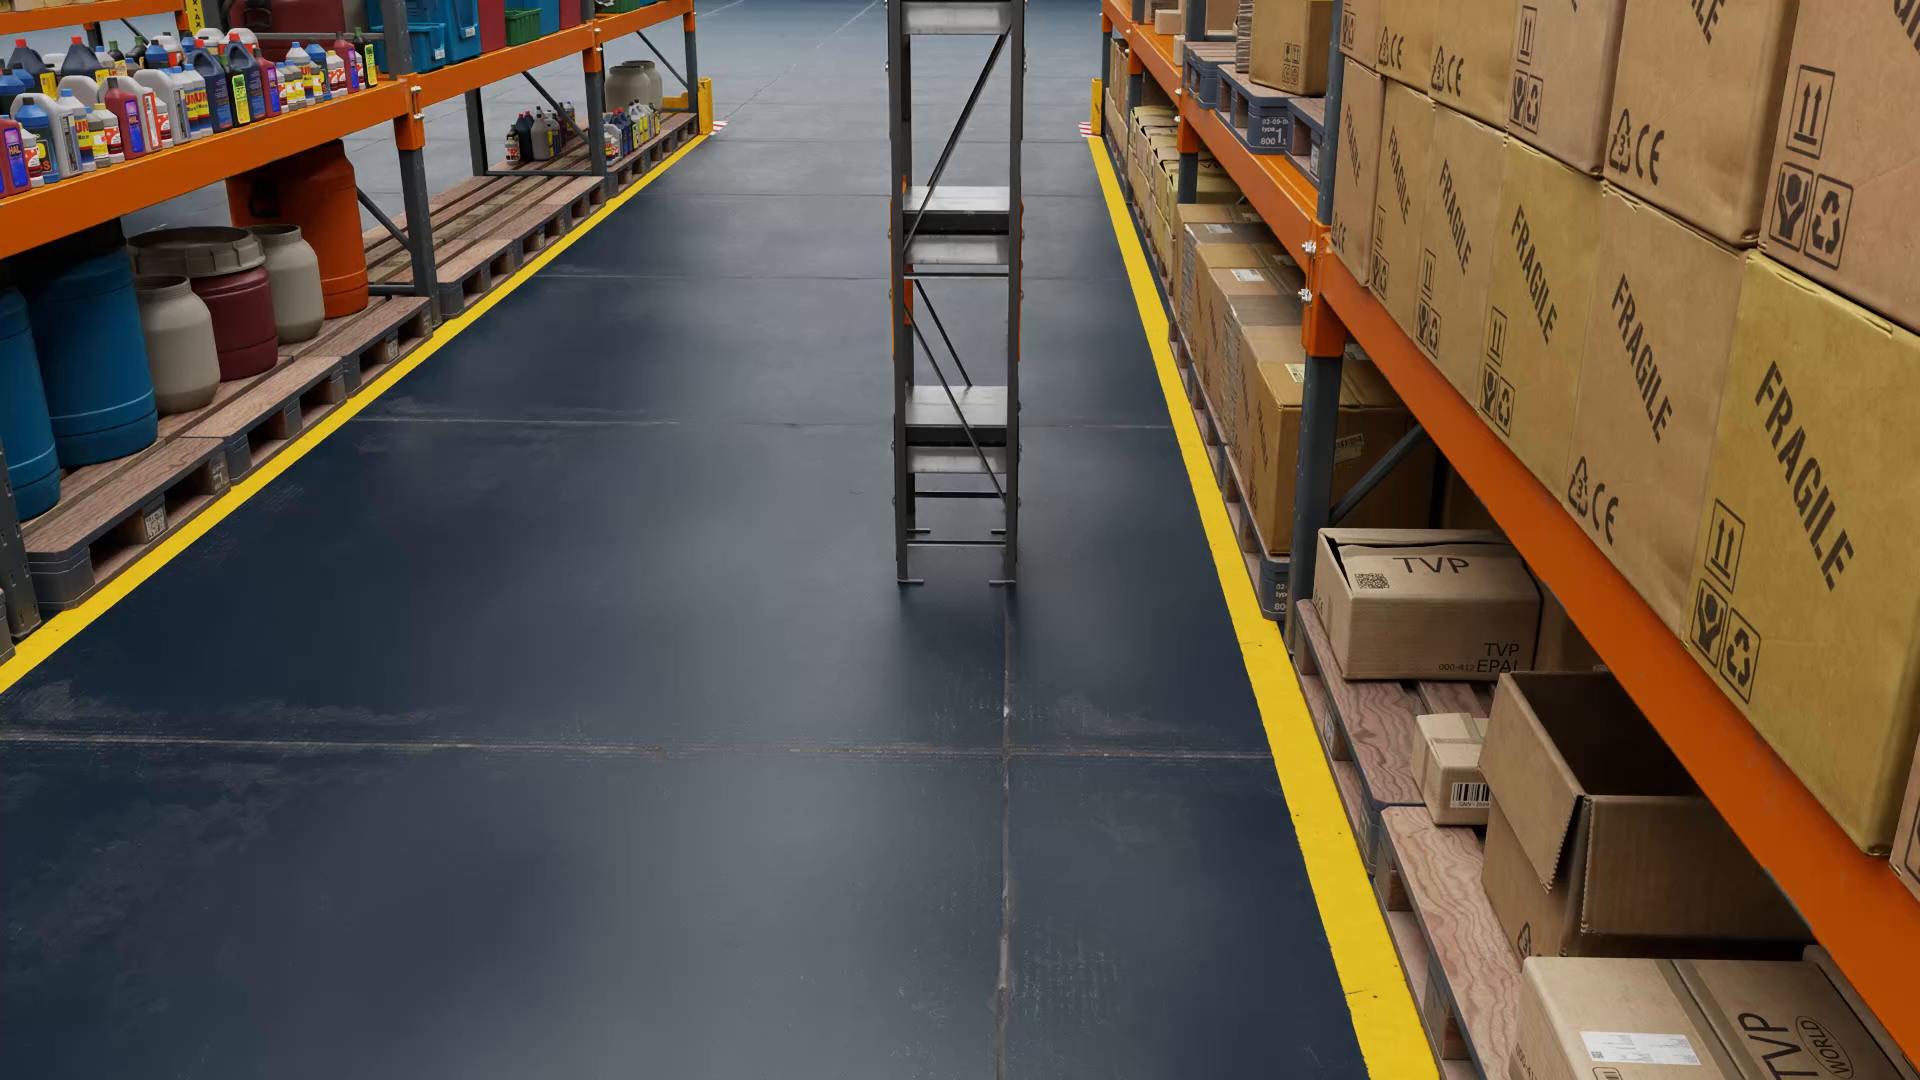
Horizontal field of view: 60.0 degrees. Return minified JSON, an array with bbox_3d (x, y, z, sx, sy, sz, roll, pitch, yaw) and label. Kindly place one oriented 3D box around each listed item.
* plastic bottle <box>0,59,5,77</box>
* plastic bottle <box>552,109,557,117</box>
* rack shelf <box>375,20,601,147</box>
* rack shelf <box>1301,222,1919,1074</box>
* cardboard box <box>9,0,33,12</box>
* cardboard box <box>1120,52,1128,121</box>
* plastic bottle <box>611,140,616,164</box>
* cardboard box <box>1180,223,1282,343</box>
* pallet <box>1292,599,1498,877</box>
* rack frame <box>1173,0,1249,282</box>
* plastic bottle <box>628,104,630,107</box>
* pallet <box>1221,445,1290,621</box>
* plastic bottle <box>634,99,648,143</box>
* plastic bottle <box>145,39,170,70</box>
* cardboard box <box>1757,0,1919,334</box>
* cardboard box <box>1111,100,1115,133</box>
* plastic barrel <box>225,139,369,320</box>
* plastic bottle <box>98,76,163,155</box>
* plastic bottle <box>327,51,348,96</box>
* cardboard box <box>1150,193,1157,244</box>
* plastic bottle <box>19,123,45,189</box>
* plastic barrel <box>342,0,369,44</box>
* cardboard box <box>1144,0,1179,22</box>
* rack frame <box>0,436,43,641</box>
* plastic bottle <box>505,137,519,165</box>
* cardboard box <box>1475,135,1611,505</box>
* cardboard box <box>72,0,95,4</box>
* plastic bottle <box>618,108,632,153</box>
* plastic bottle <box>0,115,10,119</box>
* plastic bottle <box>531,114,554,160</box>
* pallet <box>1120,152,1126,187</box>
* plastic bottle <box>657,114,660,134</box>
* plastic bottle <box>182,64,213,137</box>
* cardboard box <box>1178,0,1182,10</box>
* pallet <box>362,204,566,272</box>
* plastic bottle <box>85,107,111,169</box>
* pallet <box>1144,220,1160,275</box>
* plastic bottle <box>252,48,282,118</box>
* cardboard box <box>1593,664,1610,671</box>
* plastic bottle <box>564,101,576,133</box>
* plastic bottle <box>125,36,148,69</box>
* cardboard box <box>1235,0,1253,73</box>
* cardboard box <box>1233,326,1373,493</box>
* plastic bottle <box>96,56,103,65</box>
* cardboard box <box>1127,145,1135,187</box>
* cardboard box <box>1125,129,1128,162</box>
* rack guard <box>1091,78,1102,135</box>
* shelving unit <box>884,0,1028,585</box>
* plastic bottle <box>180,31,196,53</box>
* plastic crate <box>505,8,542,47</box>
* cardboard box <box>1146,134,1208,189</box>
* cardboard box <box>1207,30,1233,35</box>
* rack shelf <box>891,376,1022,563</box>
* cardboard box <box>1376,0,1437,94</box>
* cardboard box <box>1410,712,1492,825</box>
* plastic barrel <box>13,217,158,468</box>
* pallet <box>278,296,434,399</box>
[{"bbox_3d":[-3.752,-1.732,6.508,0.061,0.283,0.133,1,21,2],"label":"plastic bottle"},{"bbox_3d":[-3.455,-3.569,14.244,0.097,0.271,0.097,0,21,0],"label":"plastic bottle"},{"bbox_3d":[-3.258,-2.943,10.463,1.077,0.370,4.000,1,21,2],"label":"rack shelf"},{"bbox_3d":[1.450,0.005,2.864,1.077,0.370,4.000,1,21,2],"label":"rack shelf"},{"bbox_3d":[-7.793,-4.375,13.505,0.380,0.149,0.250,1,21,2],"label":"cardboard box"},{"bbox_3d":[1.588,-3.741,13.708,0.500,0.500,0.500,1,21,2],"label":"cardboard box"},{"bbox_3d":[-2.746,-3.050,13.002,0.097,0.201,0.097,0,21,0],"label":"plastic bottle"},{"bbox_3d":[1.323,-1.189,7.793,0.500,0.500,0.500,0,21,0],"label":"cardboard box"},{"bbox_3d":[1.489,0.495,4.462,1.003,0.211,1.213,1,21,2],"label":"pallet"},{"bbox_3d":[1.633,-2.500,8.325,1.000,3.000,0.127,1,21,2],"label":"rack frame"},{"bbox_3d":[-2.834,-3.628,14.380,0.061,0.283,0.133,1,21,2],"label":"plastic bottle"},{"bbox_3d":[1.498,-0.048,5.861,1.003,0.211,1.213,1,21,2],"label":"pallet"},{"bbox_3d":[-2.733,-3.549,14.081,0.144,0.351,0.185,2,21,4],"label":"plastic bottle"},{"bbox_3d":[-3.639,-2.133,7.558,0.097,0.271,0.097,0,21,0],"label":"plastic bottle"},{"bbox_3d":[1.142,-0.467,1.564,0.500,0.500,0.500,1,21,3],"label":"cardboard box"},{"bbox_3d":[1.610,-3.753,14.776,0.500,0.250,0.500,1,21,2],"label":"cardboard box"},{"bbox_3d":[-3.316,-1.563,8.329,0.600,0.830,0.708,1,21,2],"label":"plastic barrel"},{"bbox_3d":[-3.017,-1.549,6.047,0.152,0.276,0.135,1,21,2],"label":"plastic bottle"},{"bbox_3d":[-2.933,-2.187,7.794,0.097,0.201,0.097,0,21,0],"label":"plastic bottle"},{"bbox_3d":[1.435,-1.975,10.192,0.500,0.250,0.500,1,21,3],"label":"cardboard box"},{"bbox_3d":[-3.013,-1.235,5.339,0.097,0.201,0.097,0,21,0],"label":"plastic bottle"},{"bbox_3d":[-3.501,-2.982,9.413,0.421,0.512,0.421,0,21,0],"label":"plastic barrel"},{"bbox_3d":[1.761,-4.153,12.448,0.700,0.500,0.500,0,21,0],"label":"cardboard box"},{"bbox_3d":[-3.440,-1.109,4.741,1.000,3.000,0.127,1,21,2],"label":"rack frame"},{"bbox_3d":[-3.497,-3.037,12.970,0.097,0.201,0.097,0,21,0],"label":"plastic bottle"},{"bbox_3d":[1.179,-0.369,2.695,0.500,0.500,0.500,0,21,1],"label":"cardboard box"},{"bbox_3d":[-7.769,-4.737,14.437,0.380,0.149,0.250,1,21,2],"label":"cardboard box"},{"bbox_3d":[-2.752,-3.328,13.512,0.144,0.351,0.185,0,21,-1],"label":"plastic bottle"},{"bbox_3d":[-3.159,-1.307,5.525,0.097,0.201,0.097,0,21,0],"label":"plastic bottle"},{"bbox_3d":[-3.321,-3.206,13.200,0.144,0.351,0.185,1,21,2],"label":"plastic bottle"},{"bbox_3d":[1.820,-2.933,13.296,1.003,0.211,1.213,1,21,2],"label":"pallet"},{"bbox_3d":[-2.693,-3.680,14.626,0.097,0.201,0.097,0,21,0],"label":"plastic bottle"},{"bbox_3d":[-2.976,-1.708,6.462,0.097,0.271,0.097,0,21,0],"label":"plastic bottle"},{"bbox_3d":[1.783,-3.698,11.619,0.500,0.250,0.500,2,21,5],"label":"cardboard box"},{"bbox_3d":[-3.216,-1.975,10.828,1.003,0.211,1.213,1,21,2],"label":"pallet"},{"bbox_3d":[-3.000,-1.389,5.737,0.097,0.201,0.097,0,21,0],"label":"plastic bottle"},{"bbox_3d":[1.737,-1.937,10.729,1.003,0.211,1.213,1,21,2],"label":"pallet"},{"bbox_3d":[-2.939,-1.937,7.036,0.061,0.283,0.133,1,21,2],"label":"plastic bottle"},{"bbox_3d":[1.754,0.475,3.766,0.500,0.311,0.500,1,21,2],"label":"cardboard box"},{"bbox_3d":[-3.442,-3.729,14.657,0.097,0.271,0.097,0,21,0],"label":"plastic bottle"},{"bbox_3d":[-3.718,-2.133,7.541,0.061,0.283,0.133,1,21,2],"label":"plastic bottle"},{"bbox_3d":[1.507,-2.185,6.794,0.700,0.500,0.500,5,22,12],"label":"cardboard box"},{"bbox_3d":[1.263,-0.453,5.898,0.500,0.500,0.500,1,21,2],"label":"cardboard box"},{"bbox_3d":[-3.714,-1.967,7.129,0.097,0.271,0.097,0,21,0],"label":"plastic bottle"},{"bbox_3d":[1.494,-2.717,12.105,0.500,0.250,0.500,0,21,0],"label":"cardboard box"},{"bbox_3d":[1.550,-3.030,12.912,0.500,0.250,0.500,1,21,2],"label":"cardboard box"},{"bbox_3d":[1.877,-4.236,16.254,1.175,0.500,0.348,1,21,2],"label":"rack guard"},{"bbox_3d":[-0.005,-0.919,5.495,0.431,2.100,0.503,1,21,2],"label":"shelving unit"},{"bbox_3d":[-3.685,-2.301,7.991,0.097,0.271,0.097,0,21,0],"label":"plastic bottle"},{"bbox_3d":[-2.968,-3.270,10.604,0.450,0.188,0.662,1,21,2],"label":"plastic crate"},{"bbox_3d":[1.447,-2.419,10.561,0.500,0.311,0.500,1,21,3],"label":"cardboard box"},{"bbox_3d":[1.615,-2.844,9.560,0.380,0.149,0.250,2,21,6],"label":"cardboard box"},{"bbox_3d":[-0.005,-0.254,5.753,0.431,0.518,0.480,1,21,2],"label":"rack shelf"},{"bbox_3d":[1.200,-1.212,3.487,0.500,0.500,0.500,0,21,0],"label":"cardboard box"},{"bbox_3d":[1.266,0.525,3.839,0.380,0.166,0.250,1,21,2],"label":"cardboard box"},{"bbox_3d":[-3.385,-0.779,6.211,0.600,0.901,0.708,1,21,2],"label":"plastic barrel"},{"bbox_3d":[-3.301,-0.970,8.237,1.003,0.211,1.213,1,21,2],"label":"pallet"}]
